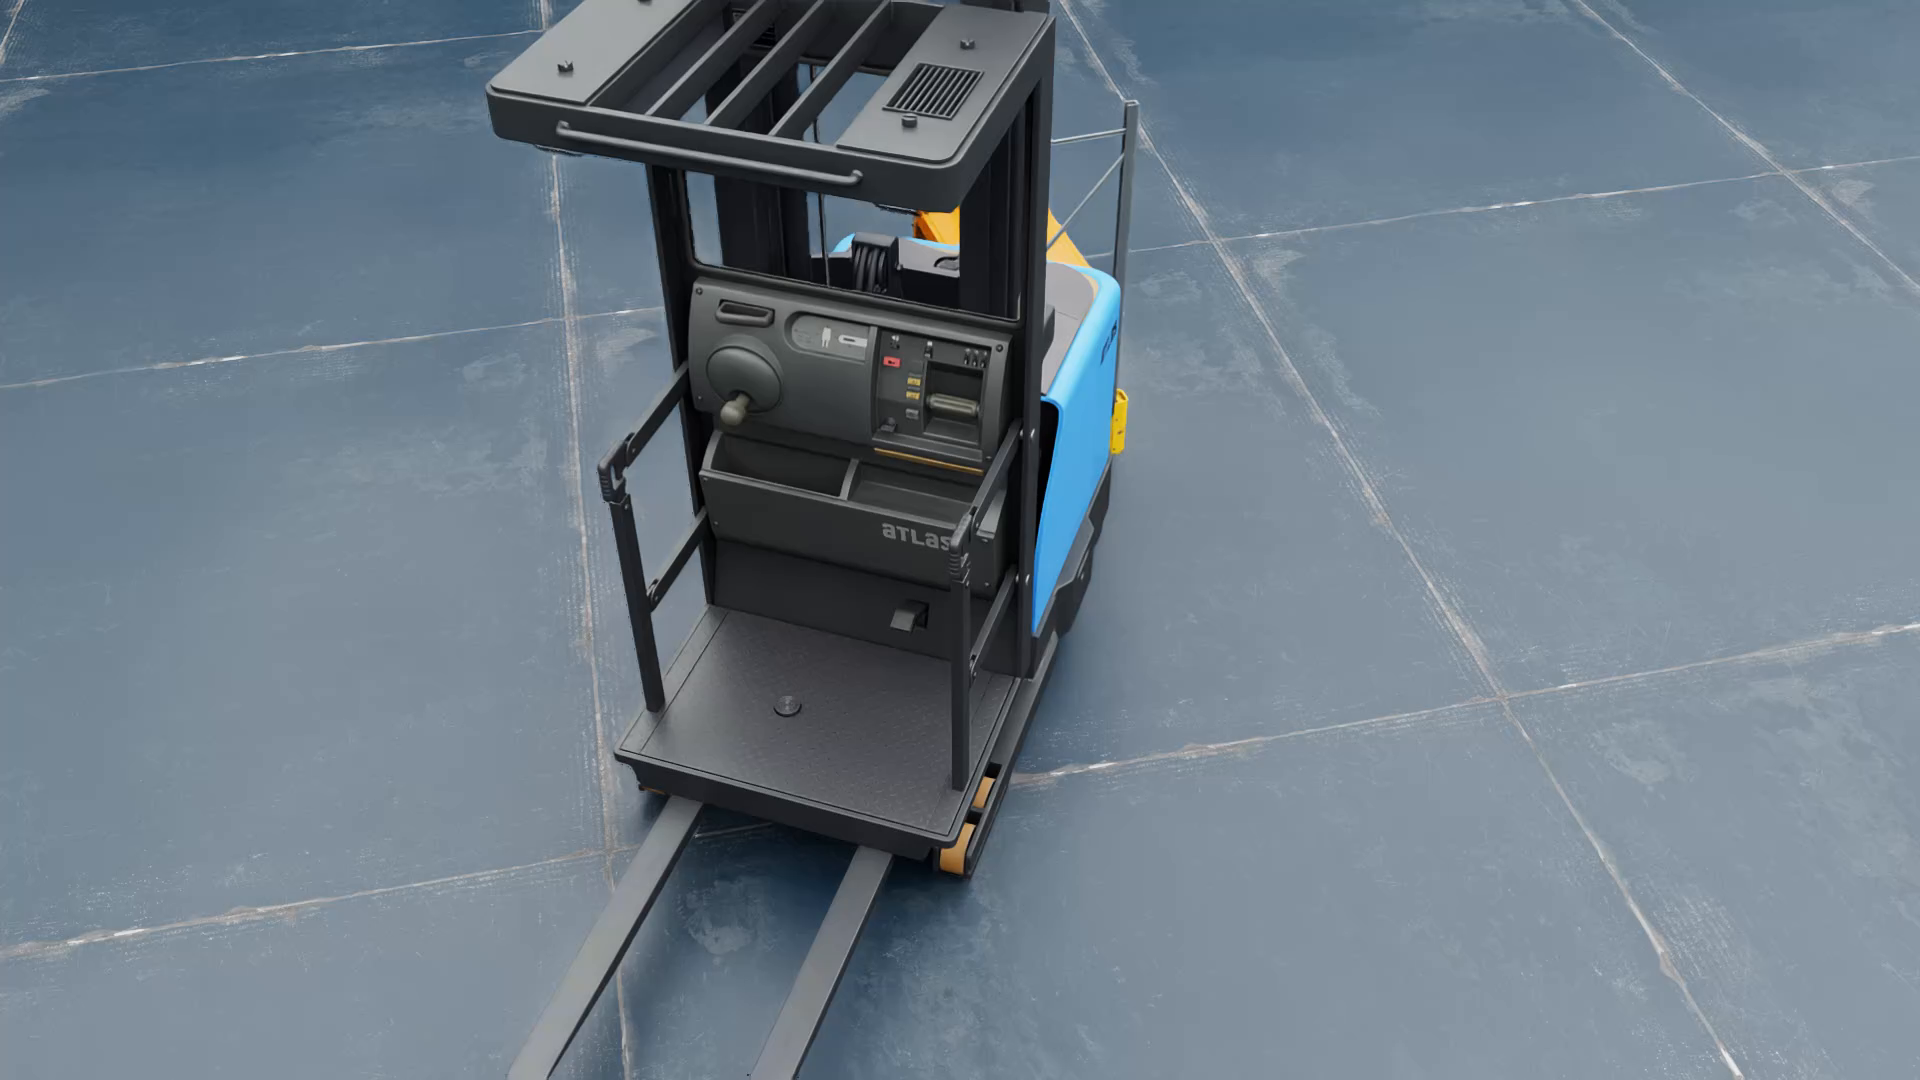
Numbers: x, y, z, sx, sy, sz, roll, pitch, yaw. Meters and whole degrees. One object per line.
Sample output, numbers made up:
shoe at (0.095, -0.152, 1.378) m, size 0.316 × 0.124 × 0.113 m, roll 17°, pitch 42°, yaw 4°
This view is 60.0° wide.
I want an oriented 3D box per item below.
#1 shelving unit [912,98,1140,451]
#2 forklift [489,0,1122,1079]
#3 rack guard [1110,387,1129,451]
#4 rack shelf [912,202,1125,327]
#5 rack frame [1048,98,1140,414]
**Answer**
shelving unit at (0.215, -1.208, 6.481) m, size 0.587 × 1.500 × 1.083 m, roll -13°, pitch 43°, yaw -14°
forklift at (-0.380, -0.389, 4.481) m, size 1.130 × 2.935 × 3.031 m, roll 12°, pitch 43°, yaw 14°
rack guard at (0.374, -0.427, 6.543) m, size 0.587 × 0.250 × 0.087 m, roll -13°, pitch 43°, yaw -14°
rack shelf at (0.213, -1.079, 6.607) m, size 0.538 × 0.185 × 1.000 m, roll -13°, pitch 43°, yaw -14°
rack frame at (0.375, -0.894, 6.127) m, size 0.500 × 1.500 × 0.032 m, roll -13°, pitch 43°, yaw -14°
